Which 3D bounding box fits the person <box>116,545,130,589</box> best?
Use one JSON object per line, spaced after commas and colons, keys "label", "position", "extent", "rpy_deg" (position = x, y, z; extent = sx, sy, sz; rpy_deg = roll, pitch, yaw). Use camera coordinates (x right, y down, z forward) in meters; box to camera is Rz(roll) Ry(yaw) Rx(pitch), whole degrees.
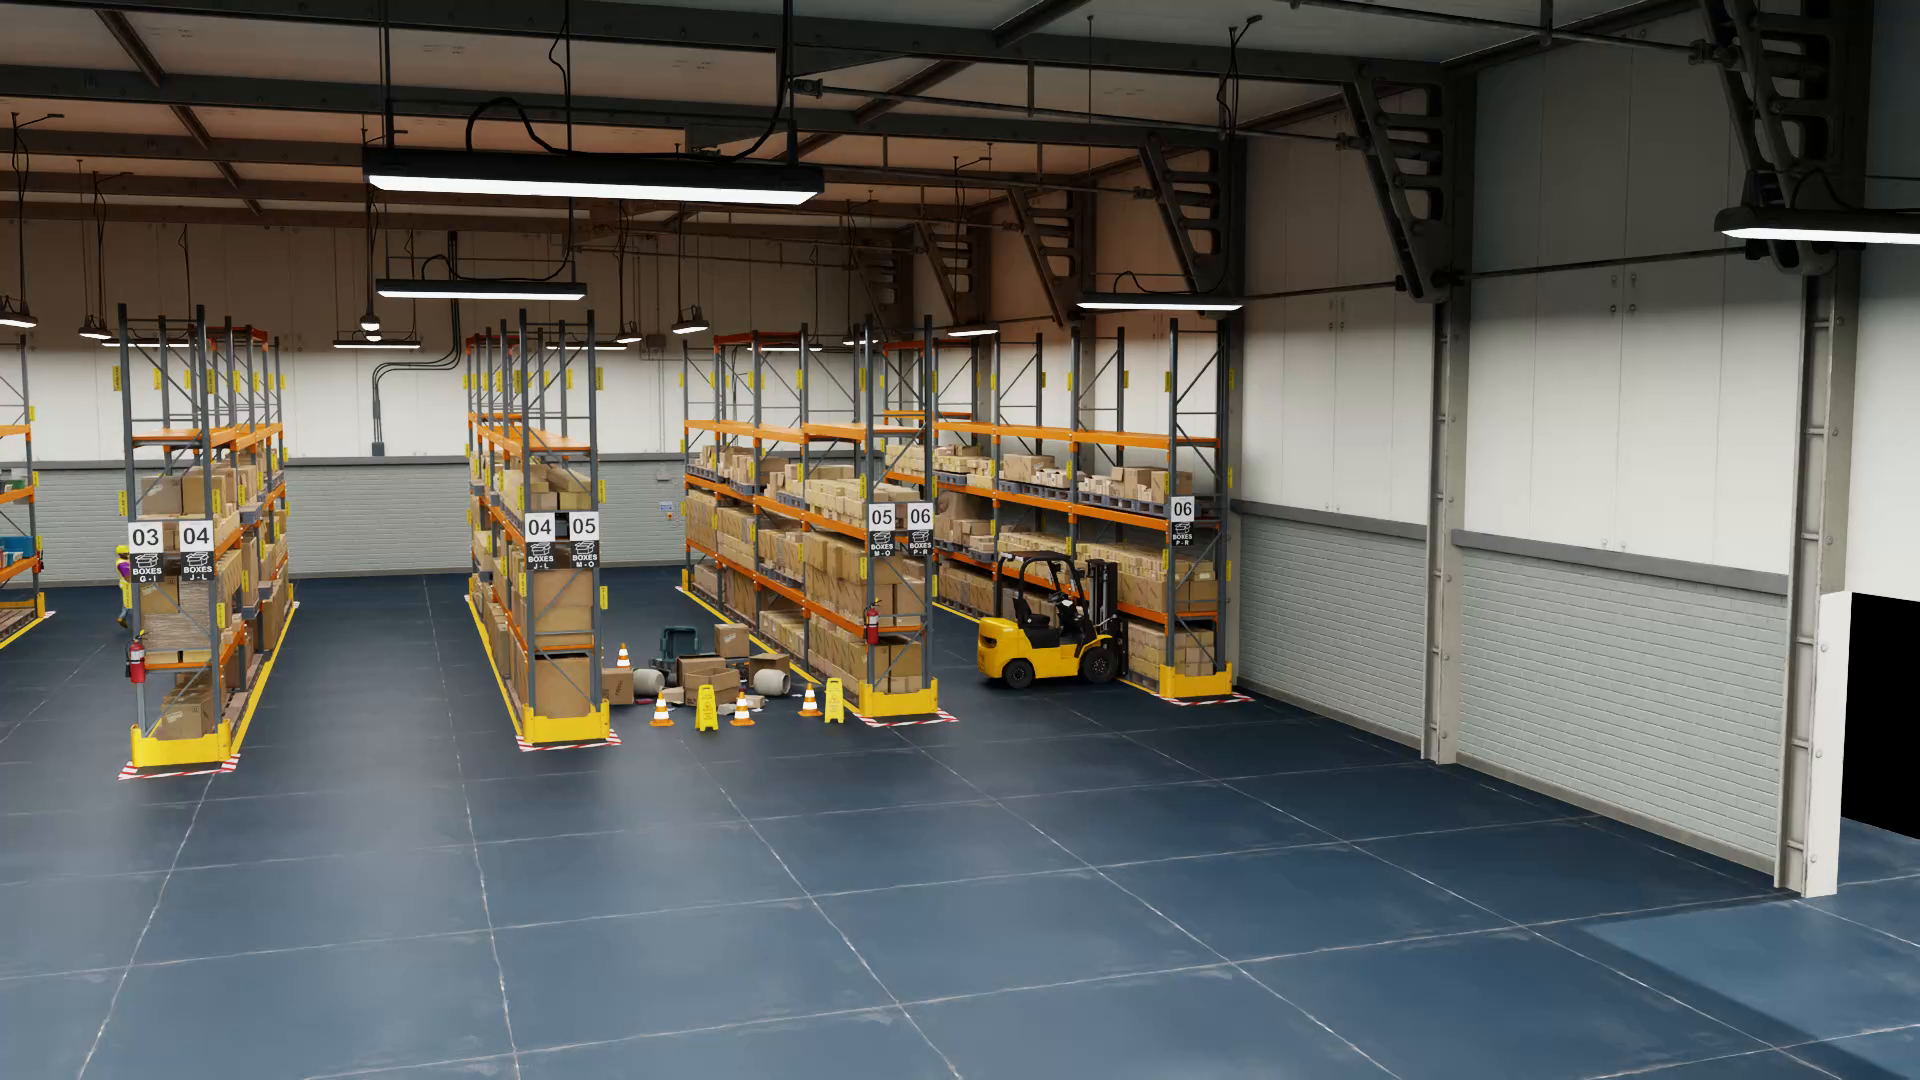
{"label": "person", "position": [-16.699, 0.531, 33.324], "extent": [0.391, 0.866, 0.447], "rpy_deg": [-4, 7, -36]}
